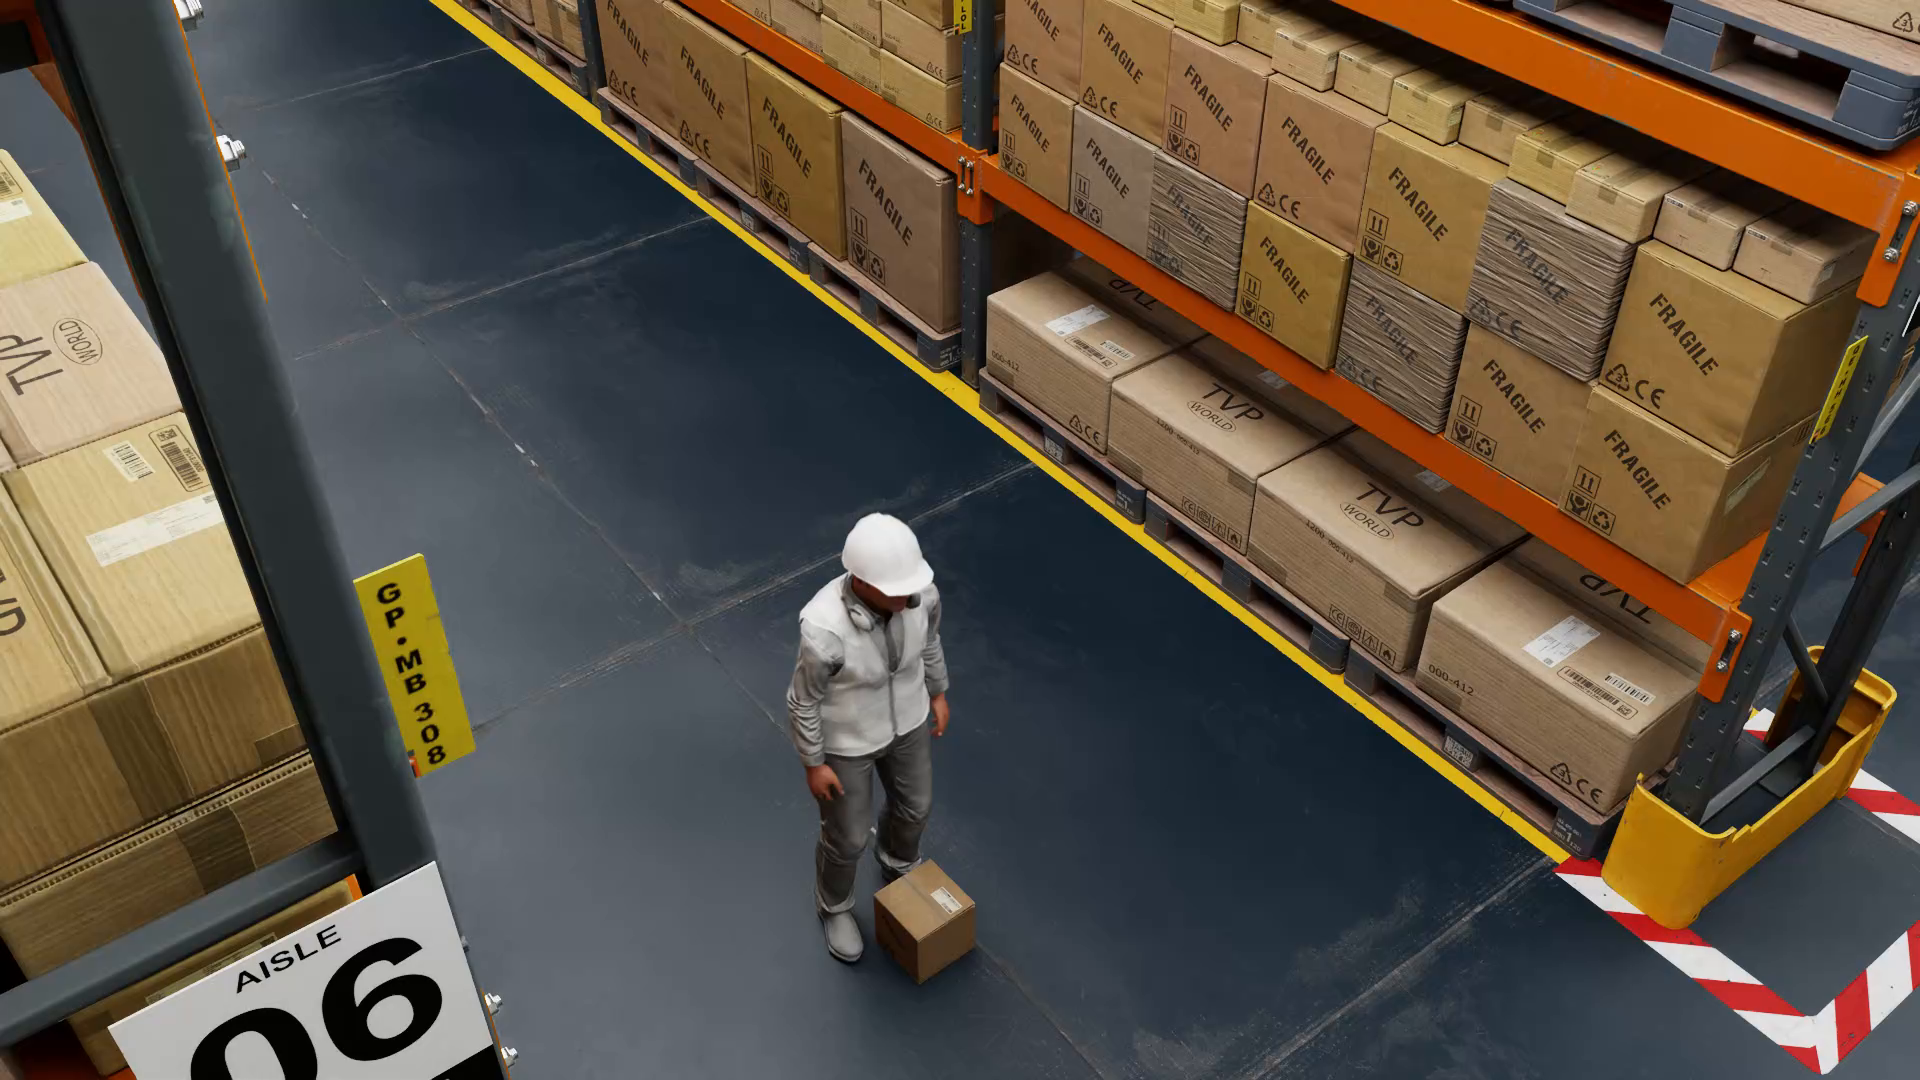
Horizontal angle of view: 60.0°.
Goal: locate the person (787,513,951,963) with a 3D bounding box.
[{"bbox_3d":[-0.279,0.607,5.413,0.588,1.771,0.464,-28,47,-29],"label":"person"}]
